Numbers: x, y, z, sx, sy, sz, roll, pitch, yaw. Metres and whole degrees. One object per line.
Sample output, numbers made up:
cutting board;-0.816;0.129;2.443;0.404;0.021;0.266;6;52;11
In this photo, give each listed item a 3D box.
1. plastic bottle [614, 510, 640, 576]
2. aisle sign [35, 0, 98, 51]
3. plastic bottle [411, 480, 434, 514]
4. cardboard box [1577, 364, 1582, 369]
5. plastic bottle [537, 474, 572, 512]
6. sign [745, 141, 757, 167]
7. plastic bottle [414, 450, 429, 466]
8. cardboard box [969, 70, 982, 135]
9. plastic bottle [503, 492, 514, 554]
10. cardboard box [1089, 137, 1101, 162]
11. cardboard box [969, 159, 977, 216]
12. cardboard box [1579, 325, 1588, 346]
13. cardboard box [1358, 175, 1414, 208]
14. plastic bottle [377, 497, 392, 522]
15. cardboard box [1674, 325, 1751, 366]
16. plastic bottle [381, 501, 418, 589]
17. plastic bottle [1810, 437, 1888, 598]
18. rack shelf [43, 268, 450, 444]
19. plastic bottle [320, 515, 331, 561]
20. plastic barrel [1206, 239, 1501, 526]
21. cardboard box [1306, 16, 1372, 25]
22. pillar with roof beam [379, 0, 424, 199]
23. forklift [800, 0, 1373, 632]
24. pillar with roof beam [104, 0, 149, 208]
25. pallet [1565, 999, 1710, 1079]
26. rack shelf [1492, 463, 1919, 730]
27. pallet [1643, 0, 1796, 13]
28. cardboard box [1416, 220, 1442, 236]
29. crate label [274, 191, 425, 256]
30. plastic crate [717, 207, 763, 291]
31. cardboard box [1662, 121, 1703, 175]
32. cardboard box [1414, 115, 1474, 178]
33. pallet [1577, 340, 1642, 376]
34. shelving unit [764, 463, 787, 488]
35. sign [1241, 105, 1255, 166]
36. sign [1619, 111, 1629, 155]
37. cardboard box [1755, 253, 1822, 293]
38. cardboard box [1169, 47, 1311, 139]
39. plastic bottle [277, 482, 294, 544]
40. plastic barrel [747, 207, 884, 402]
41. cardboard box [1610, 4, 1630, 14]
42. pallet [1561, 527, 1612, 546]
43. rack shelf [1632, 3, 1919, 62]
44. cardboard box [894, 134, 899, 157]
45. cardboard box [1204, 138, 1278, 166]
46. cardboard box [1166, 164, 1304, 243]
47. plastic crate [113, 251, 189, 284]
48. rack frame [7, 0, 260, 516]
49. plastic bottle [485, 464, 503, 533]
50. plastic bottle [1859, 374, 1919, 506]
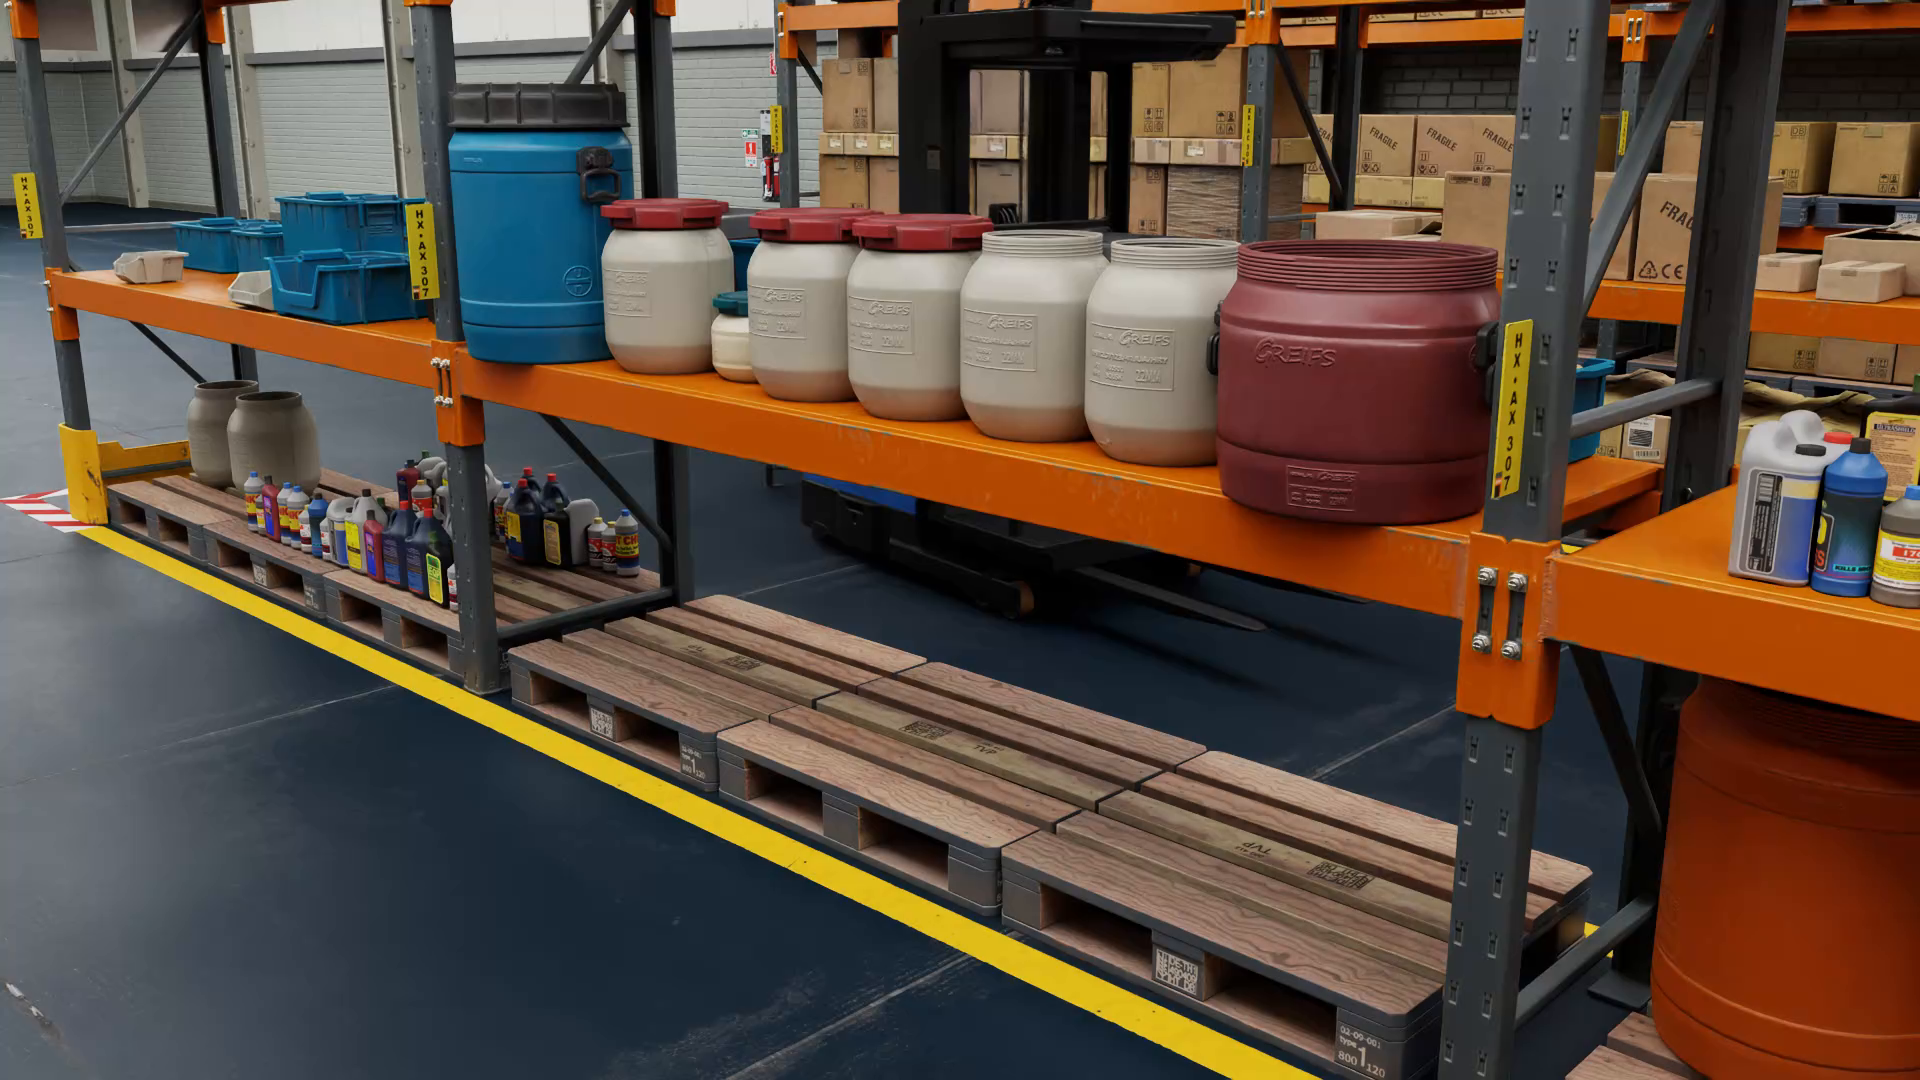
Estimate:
plastic bottle;-1.401;0.007;6.994;0.097;0.271;0.097;0;15;0
aisle sign;-4.611;-2.882;8.389;0.004;0.787;0.394;14;20;42
plastic bottle;-2.540;-0.183;7.861;0.097;0.201;0.097;0;15;0
cardboard box;3.192;-0.811;9.103;0.500;0.311;0.500;14;20;42
plastic bottle;-1.769;-0.112;7.296;0.144;0.351;0.185;-14;20;-43
sign;-2.773;-5.120;22.062;0.234;0.329;0.001;14;20;42
plastic bottle;-2.633;-0.304;8.166;0.061;0.283;0.133;-14;20;-43
cardboard box;0.196;-2.967;11.099;0.500;0.500;0.700;14;20;42
plastic bottle;-1.957;-0.078;7.319;0.097;0.271;0.097;0;15;0
cardboard box;0.889;-2.413;10.258;0.250;0.149;0.380;14;20;42
cardboard box;0.147;-2.349;11.299;0.500;0.500;0.700;14;20;43
cardboard box;4.994;-1.693;13.728;0.250;0.166;0.380;11;18;35
cardboard box;3.760;-2.990;14.215;0.500;0.250;0.500;14;20;43
plastic bottle;-2.458;-0.037;7.139;0.133;0.283;0.061;14;20;42
cardboard box;5.942;-1.641;12.864;0.700;0.500;0.500;-14;20;-42
plastic bottle;-2.278;0.010;6.825;0.185;0.351;0.144;12;19;39
plastic bottle;1.555;-0.043;2.903;0.097;0.271;0.097;0;15;0
rack shelf;-2.916;-0.967;7.620;4.000;0.370;1.077;14;20;42
plastic bottle;-2.729;-0.019;7.233;0.097;0.201;0.097;0;15;0
plastic barrel;0.859;-0.357;3.583;0.708;0.536;0.600;14;20;42
cardboard box;3.326;-4.678;14.250;0.500;0.500;0.500;-13;20;-42
pillar with roof beam;-12.321;-8.769;24.241;0.400;9.000;9.100;14;20;42
forklift;0.475;-1.218;7.293;1.130;2.935;3.031;-11;18;-35
pillar with roof beam;-20.959;-10.870;32.301;0.400;9.000;9.100;14;20;42
pallet;2.000;1.215;3.350;1.213;0.211;1.003;14;20;42
rack shelf;2.843;0.433;2.247;4.000;0.370;1.077;14;20;42
pallet;5.771;-3.996;12.244;1.003;0.211;1.213;14;20;42
cardboard box;2.725;-1.678;9.188;0.258;0.266;0.396;13;19;41
crate label;-2.843;-1.409;7.820;0.616;0.435;0.502;14;20;42
plastic crate;-0.915;-0.967;6.066;0.583;0.464;0.402;14;20;42
cardboard box;5.743;-2.929;12.654;0.500;0.500;0.700;14;20;42
cardboard box;4.127;-3.266;13.788;0.500;0.500;0.500;13;19;41
pallet;4.892;-1.525;13.865;1.213;0.211;1.003;14;20;42
shelving unit;-0.616;-0.962;9.150;0.538;1.500;1.048;-11;18;-35
sign;1.581;-2.219;9.127;0.005;0.325;0.100;14;20;42
sign;5.029;-3.082;12.595;0.005;0.325;0.100;14;20;42
cardboard box;3.887;-1.255;7.796;0.380;0.149;0.250;-13;19;-40
cardboard box;1.641;-2.616;9.751;0.500;0.500;0.700;14;20;42
plastic bottle;-3.020;-0.124;7.496;0.097;0.271;0.097;0;15;0
plastic barrel;-0.412;-0.695;4.881;0.433;0.535;0.433;0;15;0
cardboard box;4.863;-4.317;12.863;0.500;0.500;0.500;-14;20;-43
pallet;3.405;-0.179;8.698;1.213;0.211;1.003;14;20;42
rack shelf;6.840;-3.516;11.457;4.000;0.370;1.077;14;20;42
cardboard box;-0.231;-2.684;11.298;0.250;0.149;0.380;13;20;41
cardboard box;1.620;-2.234;9.573;0.250;0.149;0.380;14;20;42
cardboard box;1.641;-1.988;9.915;0.500;0.500;0.700;13;19;41
plastic crate;-3.935;-1.322;8.081;0.250;0.136;0.298;14;20;42
rack frame;-4.356;-1.665;8.873;0.127;3.000;1.000;14;20;42
plastic bottle;-2.211;-0.220;7.708;0.185;0.351;0.144;13;20;42
plastic bottle;1.991;-0.215;3.539;0.133;0.283;0.061;14;20;42
